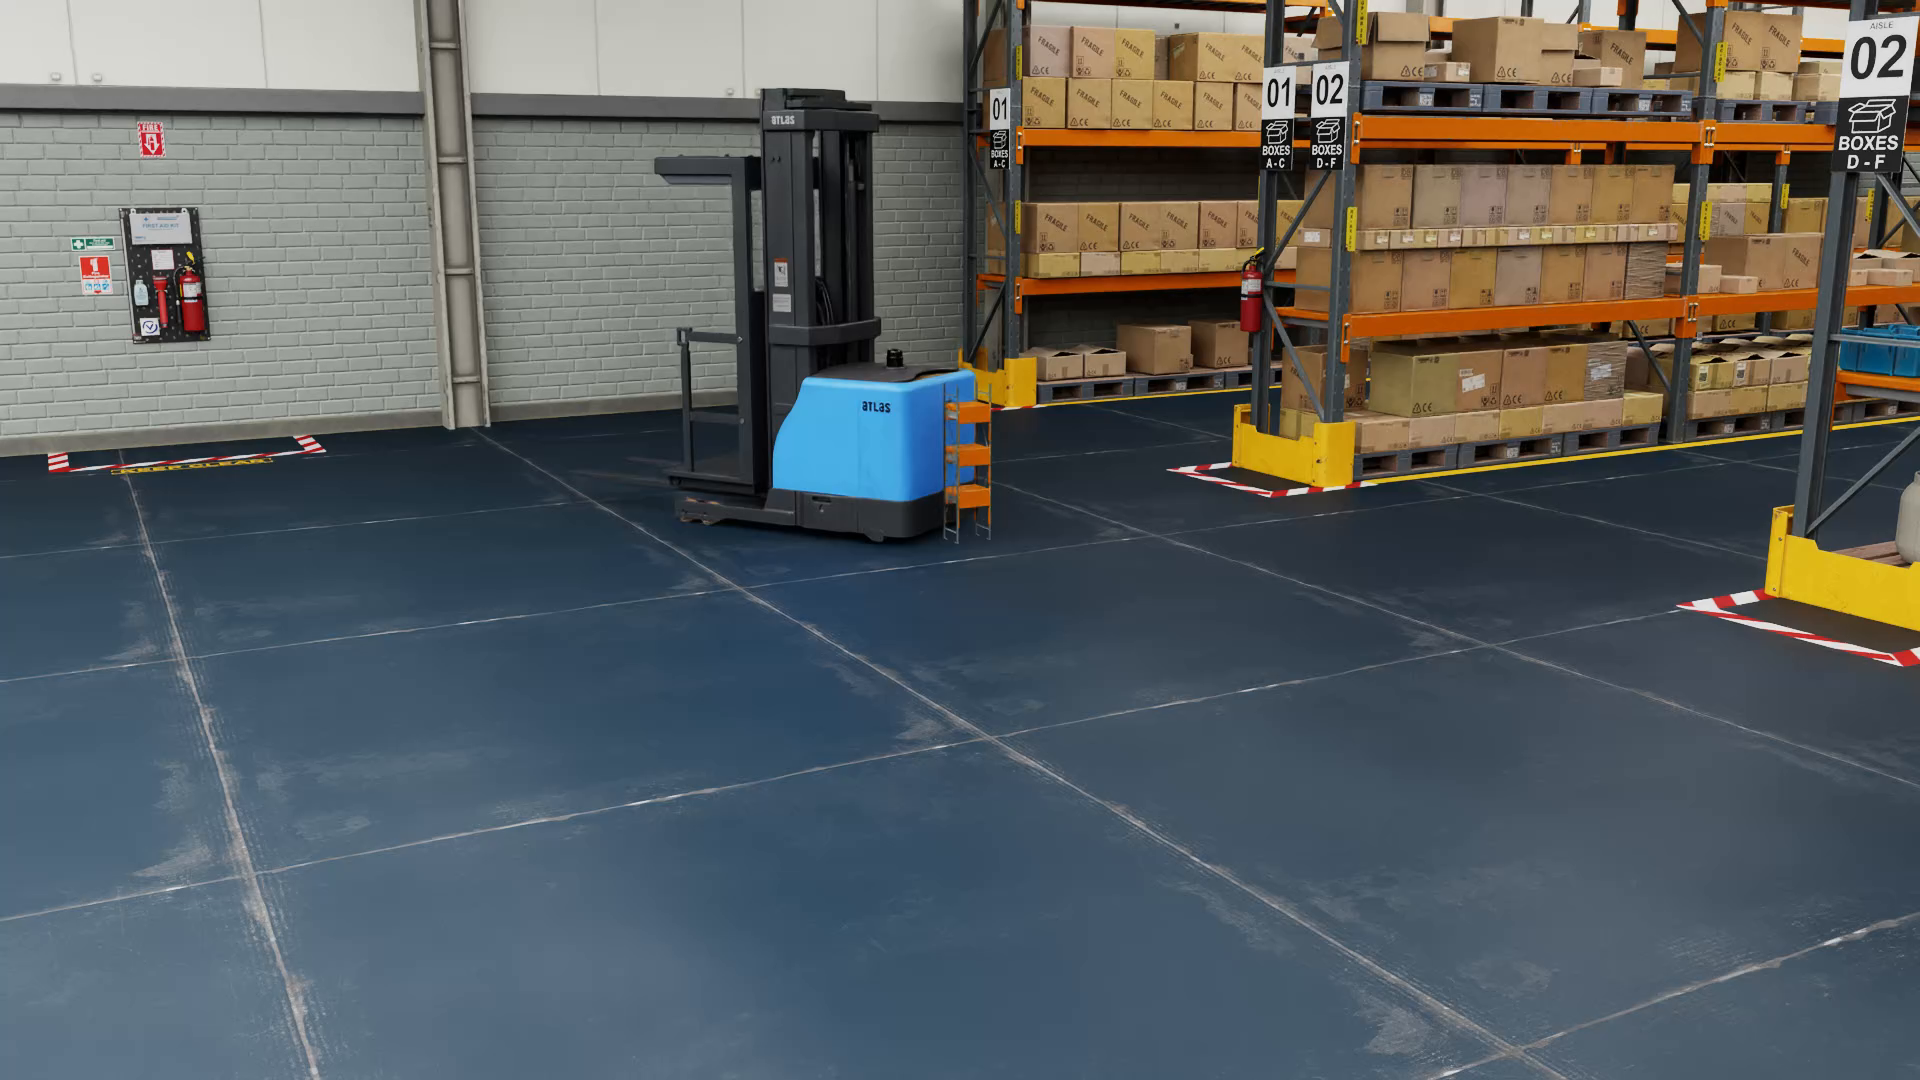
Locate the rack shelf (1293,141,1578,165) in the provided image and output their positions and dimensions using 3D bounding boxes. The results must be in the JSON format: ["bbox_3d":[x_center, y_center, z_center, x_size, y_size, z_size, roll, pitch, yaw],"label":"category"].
[{"bbox_3d":[5.589,-4.697,19.954,4.000,0.370,1.077,-7,14,-28],"label":"rack shelf"}]

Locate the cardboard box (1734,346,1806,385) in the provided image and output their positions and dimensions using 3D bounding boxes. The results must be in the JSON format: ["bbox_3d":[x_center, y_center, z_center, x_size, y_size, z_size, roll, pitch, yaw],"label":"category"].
[{"bbox_3d":[7.588,-1.659,15.676,0.500,0.311,0.500,-7,15,-30],"label":"cardboard box"}]

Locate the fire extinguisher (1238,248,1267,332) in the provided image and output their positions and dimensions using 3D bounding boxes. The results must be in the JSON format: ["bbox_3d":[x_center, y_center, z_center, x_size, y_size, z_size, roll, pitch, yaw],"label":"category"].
[{"bbox_3d":[2.373,-2.038,13.511,0.183,0.674,0.296,-7,14,-28],"label":"fire extinguisher"}]

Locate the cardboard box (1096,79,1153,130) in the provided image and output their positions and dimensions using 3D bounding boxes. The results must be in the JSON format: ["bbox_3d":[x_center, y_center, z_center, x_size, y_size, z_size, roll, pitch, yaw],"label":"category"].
[{"bbox_3d":[1.678,-4.567,17.466,0.500,0.500,0.500,-6,14,-25],"label":"cardboard box"}]

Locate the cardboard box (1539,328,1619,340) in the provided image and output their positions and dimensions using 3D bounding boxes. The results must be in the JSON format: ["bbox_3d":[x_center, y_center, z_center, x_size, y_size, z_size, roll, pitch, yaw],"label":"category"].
[{"bbox_3d":[5.653,-1.661,15.254,0.500,0.500,0.500,-7,14,-28],"label":"cardboard box"}]

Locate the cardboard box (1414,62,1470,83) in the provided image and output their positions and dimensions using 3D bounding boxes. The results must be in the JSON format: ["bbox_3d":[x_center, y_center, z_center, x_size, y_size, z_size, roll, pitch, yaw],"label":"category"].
[{"bbox_3d":[3.816,-3.703,13.196,0.250,0.149,0.380,-7,14,-28],"label":"cardboard box"}]

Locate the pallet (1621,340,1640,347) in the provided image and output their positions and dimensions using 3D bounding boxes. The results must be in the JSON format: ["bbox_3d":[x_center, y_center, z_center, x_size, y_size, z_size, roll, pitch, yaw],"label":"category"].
[{"bbox_3d":[8.072,-2.503,21.750,1.213,0.211,1.003,-7,14,-28],"label":"pallet"}]

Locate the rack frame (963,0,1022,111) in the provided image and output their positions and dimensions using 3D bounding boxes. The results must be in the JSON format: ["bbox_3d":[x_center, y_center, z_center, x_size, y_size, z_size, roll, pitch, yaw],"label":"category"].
[{"bbox_3d":[0.322,-5.880,16.741,0.127,3.000,1.000,-7,14,-28],"label":"rack frame"}]

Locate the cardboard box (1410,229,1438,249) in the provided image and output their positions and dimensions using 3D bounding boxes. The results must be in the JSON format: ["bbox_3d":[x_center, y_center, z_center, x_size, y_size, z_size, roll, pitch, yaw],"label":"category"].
[{"bbox_3d":[3.597,-2.418,13.318,0.250,0.149,0.380,-7,14,-28],"label":"cardboard box"}]

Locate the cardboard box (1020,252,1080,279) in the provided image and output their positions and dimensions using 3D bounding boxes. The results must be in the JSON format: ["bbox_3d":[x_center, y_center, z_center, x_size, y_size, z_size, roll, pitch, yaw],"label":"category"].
[{"bbox_3d":[0.903,-2.880,17.371,0.500,0.250,0.500,-7,15,-29],"label":"cardboard box"}]

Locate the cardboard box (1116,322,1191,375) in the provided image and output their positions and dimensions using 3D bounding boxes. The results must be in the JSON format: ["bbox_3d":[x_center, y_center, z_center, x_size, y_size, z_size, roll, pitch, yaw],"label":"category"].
[{"bbox_3d":[2.141,-2.131,18.439,0.500,0.500,0.700,-8,15,-31],"label":"cardboard box"}]

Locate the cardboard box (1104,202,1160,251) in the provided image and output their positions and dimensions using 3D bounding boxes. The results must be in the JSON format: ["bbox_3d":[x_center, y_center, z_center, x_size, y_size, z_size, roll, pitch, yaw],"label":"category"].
[{"bbox_3d":[1.781,-3.351,17.756,0.500,0.500,0.500,-7,15,-30],"label":"cardboard box"}]

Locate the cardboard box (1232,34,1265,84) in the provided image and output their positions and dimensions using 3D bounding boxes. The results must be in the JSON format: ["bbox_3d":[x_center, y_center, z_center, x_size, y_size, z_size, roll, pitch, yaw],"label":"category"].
[{"bbox_3d":[3.045,-5.219,18.085,0.500,0.500,0.500,-6,14,-25],"label":"cardboard box"}]

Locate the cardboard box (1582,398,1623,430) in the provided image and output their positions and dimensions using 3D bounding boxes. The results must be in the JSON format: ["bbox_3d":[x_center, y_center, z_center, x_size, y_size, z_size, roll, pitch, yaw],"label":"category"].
[{"bbox_3d":[5.464,-1.142,14.656,0.500,0.250,0.500,-7,14,-28],"label":"cardboard box"}]

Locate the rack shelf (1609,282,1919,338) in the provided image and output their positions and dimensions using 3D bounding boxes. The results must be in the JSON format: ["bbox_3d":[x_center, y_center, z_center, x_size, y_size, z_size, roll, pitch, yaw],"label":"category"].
[{"bbox_3d":[7.966,-2.279,16.044,4.000,0.370,1.077,-7,14,-28],"label":"rack shelf"}]

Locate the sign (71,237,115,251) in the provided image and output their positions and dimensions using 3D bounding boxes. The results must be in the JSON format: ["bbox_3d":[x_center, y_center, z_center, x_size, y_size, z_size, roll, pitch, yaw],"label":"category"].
[{"bbox_3d":[-7.458,-2.546,14.303,0.331,0.109,0.001,-7,14,-28],"label":"sign"}]

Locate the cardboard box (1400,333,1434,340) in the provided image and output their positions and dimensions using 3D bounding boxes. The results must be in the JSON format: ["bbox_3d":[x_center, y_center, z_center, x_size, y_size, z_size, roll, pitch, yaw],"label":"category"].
[{"bbox_3d":[5.368,-2.560,20.343,0.500,0.500,0.700,-7,14,-27],"label":"cardboard box"}]

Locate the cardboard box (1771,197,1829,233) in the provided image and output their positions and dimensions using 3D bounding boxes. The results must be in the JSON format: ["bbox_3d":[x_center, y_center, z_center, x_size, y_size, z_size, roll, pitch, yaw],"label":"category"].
[{"bbox_3d":[11.983,-4.492,23.553,0.700,0.700,0.980,-7,15,-29],"label":"cardboard box"}]

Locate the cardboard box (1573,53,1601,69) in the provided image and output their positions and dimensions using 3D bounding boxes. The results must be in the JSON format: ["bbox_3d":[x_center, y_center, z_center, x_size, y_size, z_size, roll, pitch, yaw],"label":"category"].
[{"bbox_3d":[5.168,-4.054,14.387,0.500,0.311,0.500,-8,15,-31],"label":"cardboard box"}]

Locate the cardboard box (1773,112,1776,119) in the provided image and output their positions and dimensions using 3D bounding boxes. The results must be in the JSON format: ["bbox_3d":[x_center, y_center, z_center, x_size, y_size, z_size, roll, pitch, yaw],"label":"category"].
[{"bbox_3d":[11.344,-5.977,23.160,0.500,0.250,0.500,-7,14,-27],"label":"cardboard box"}]

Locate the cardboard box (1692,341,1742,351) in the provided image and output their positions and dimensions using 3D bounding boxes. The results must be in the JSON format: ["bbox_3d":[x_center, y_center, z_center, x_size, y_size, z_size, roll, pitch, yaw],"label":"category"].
[{"bbox_3d":[7.321,-1.763,16.139,0.500,0.311,0.500,-7,14,-28],"label":"cardboard box"}]

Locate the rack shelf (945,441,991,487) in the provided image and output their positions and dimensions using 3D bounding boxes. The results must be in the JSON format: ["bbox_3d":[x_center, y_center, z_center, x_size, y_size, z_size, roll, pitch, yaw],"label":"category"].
[{"bbox_3d":[0.047,-0.508,11.021,0.240,0.259,0.215,-7,14,-28],"label":"rack shelf"}]

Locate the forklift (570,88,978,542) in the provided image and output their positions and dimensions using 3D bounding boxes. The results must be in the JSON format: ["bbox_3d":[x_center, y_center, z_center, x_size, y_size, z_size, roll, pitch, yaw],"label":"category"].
[{"bbox_3d":[-1.416,-1.626,11.658,3.031,2.935,1.130,7,14,28],"label":"forklift"}]

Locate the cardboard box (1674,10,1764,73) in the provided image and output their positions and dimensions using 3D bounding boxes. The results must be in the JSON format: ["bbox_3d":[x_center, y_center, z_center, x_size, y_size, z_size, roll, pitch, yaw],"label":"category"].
[{"bbox_3d":[6.771,-4.438,14.843,0.500,0.500,0.500,-7,14,-27],"label":"cardboard box"}]

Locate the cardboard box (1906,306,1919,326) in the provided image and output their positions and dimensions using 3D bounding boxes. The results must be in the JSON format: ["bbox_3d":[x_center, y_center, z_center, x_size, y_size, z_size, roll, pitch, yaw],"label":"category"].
[{"bbox_3d":[10.477,-2.352,17.711,0.500,0.250,0.500,-6,14,-26],"label":"cardboard box"}]

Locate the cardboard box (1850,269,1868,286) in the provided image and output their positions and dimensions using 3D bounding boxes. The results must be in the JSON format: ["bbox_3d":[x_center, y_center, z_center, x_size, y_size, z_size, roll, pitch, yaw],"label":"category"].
[{"bbox_3d":[8.629,-2.573,16.283,0.250,0.149,0.380,-6,14,-24],"label":"cardboard box"}]

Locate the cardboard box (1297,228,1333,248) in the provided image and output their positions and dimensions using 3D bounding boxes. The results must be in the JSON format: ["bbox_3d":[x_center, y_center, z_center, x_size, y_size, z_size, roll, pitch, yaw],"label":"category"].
[{"bbox_3d":[2.943,-2.441,13.419,0.250,0.149,0.380,-7,15,-29],"label":"cardboard box"}]

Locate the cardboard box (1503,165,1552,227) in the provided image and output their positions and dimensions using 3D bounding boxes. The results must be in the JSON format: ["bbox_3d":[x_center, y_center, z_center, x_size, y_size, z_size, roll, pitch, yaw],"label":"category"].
[{"bbox_3d":[4.502,-2.895,13.960,0.500,0.500,0.700,-7,14,-28],"label":"cardboard box"}]

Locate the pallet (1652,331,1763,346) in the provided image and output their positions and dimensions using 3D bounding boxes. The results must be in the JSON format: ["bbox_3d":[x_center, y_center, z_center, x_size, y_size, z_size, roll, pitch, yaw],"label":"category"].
[{"bbox_3d":[10.214,-2.760,22.890,1.213,0.211,1.003,-7,14,-28],"label":"pallet"}]

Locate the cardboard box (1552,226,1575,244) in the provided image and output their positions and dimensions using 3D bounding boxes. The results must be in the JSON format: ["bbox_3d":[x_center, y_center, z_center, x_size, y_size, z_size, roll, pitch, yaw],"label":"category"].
[{"bbox_3d":[4.959,-2.582,14.045,0.250,0.149,0.380,-6,14,-26],"label":"cardboard box"}]

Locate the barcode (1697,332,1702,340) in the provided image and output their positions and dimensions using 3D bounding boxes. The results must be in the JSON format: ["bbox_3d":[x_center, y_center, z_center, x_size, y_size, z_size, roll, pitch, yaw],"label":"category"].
[{"bbox_3d":[6.634,-1.830,14.913,0.075,0.075,0.001,-7,14,-28],"label":"barcode"}]

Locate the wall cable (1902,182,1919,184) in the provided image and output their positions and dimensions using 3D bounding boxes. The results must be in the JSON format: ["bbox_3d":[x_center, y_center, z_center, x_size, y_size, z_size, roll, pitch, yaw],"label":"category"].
[{"bbox_3d":[15.037,-5.449,26.176,1.851,1.984,0.084,-7,14,-28],"label":"wall cable"}]

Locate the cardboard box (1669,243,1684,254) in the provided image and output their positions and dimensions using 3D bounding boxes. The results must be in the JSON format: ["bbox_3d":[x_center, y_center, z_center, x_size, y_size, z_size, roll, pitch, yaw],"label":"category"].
[{"bbox_3d":[9.319,-3.862,21.964,0.250,0.149,0.380,-6,14,-26],"label":"cardboard box"}]

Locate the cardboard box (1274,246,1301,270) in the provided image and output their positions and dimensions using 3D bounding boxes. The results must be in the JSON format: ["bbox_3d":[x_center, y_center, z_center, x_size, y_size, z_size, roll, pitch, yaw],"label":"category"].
[{"bbox_3d":[3.563,-3.202,18.803,0.500,0.250,0.500,-7,14,-28],"label":"cardboard box"}]

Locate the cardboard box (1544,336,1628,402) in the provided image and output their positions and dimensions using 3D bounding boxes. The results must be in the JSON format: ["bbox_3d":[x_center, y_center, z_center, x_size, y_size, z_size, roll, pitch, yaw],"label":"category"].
[{"bbox_3d":[5.463,-1.508,14.575,0.500,0.500,0.500,-7,14,-28],"label":"cardboard box"}]

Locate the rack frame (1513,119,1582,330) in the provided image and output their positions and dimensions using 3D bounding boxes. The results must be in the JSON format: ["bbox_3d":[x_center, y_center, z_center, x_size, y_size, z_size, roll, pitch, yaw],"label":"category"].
[{"bbox_3d":[7.344,-3.795,21.140,0.127,3.000,1.000,-7,14,-28],"label":"rack frame"}]

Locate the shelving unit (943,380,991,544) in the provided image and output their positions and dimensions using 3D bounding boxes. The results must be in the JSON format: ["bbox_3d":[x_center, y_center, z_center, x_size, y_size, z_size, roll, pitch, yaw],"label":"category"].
[{"bbox_3d":[0.047,-0.518,11.019,0.252,1.050,0.215,-7,14,-28],"label":"shelving unit"}]

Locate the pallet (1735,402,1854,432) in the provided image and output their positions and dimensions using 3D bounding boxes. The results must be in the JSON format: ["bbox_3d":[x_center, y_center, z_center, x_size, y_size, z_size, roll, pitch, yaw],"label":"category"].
[{"bbox_3d":[7.910,-1.274,16.288,1.213,0.211,1.003,-7,14,-28],"label":"pallet"}]

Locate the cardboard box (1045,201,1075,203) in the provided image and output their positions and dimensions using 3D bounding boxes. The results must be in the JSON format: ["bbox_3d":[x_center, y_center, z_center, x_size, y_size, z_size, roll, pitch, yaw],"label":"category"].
[{"bbox_3d":[1.081,-3.397,17.961,0.500,0.500,0.500,-7,14,-27],"label":"cardboard box"}]

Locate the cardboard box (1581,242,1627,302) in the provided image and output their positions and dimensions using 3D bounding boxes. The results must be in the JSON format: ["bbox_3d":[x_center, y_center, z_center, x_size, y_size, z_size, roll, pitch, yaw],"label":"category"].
[{"bbox_3d":[5.364,-2.364,14.554,0.500,0.500,0.700,-7,14,-28],"label":"cardboard box"}]

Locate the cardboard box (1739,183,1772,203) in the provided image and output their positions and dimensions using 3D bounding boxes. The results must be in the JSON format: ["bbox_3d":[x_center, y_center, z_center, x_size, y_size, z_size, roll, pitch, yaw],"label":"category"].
[{"bbox_3d":[10.568,-4.687,22.444,0.500,0.250,0.500,-6,14,-26],"label":"cardboard box"}]

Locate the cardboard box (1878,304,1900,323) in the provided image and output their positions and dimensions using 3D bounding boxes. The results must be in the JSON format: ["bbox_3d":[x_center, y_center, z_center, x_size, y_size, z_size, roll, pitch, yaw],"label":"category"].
[{"bbox_3d":[13.361,-3.476,24.461,0.500,0.500,0.700,-7,14,-28],"label":"cardboard box"}]

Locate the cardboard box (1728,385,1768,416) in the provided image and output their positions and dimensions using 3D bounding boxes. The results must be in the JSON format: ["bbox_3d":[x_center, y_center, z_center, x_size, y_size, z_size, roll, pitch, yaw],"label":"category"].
[{"bbox_3d":[7.132,-1.331,15.500,0.500,0.250,0.500,-6,14,-26],"label":"cardboard box"}]

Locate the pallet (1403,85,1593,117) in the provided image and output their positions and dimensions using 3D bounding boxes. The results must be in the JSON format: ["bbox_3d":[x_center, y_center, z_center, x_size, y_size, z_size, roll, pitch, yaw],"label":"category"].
[{"bbox_3d":[4.404,-3.618,13.723,1.213,0.211,1.003,-7,14,-28],"label":"pallet"}]

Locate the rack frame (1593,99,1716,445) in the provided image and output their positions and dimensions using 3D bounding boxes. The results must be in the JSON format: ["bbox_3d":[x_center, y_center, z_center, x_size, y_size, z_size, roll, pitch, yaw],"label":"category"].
[{"bbox_3d":[6.210,-2.420,15.030,0.127,3.000,1.000,-7,14,-28],"label":"rack frame"}]

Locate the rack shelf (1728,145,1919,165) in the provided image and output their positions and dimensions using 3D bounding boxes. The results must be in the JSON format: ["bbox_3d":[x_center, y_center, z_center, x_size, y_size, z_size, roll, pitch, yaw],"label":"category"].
[{"bbox_3d":[12.611,-5.539,23.694,4.000,0.370,1.077,-7,14,-28],"label":"rack shelf"}]

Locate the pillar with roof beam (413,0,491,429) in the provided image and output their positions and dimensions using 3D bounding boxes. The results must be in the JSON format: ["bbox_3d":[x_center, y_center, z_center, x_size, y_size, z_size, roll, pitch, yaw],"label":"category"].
[{"bbox_3d":[-2.681,-4.660,11.318,0.400,9.000,9.100,-7,14,-28],"label":"pillar with roof beam"}]

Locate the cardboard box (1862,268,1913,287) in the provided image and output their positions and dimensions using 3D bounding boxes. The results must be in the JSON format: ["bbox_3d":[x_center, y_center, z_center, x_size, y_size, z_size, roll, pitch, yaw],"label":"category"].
[{"bbox_3d":[9.064,-2.570,16.270,0.250,0.149,0.380,-7,14,-28],"label":"cardboard box"}]

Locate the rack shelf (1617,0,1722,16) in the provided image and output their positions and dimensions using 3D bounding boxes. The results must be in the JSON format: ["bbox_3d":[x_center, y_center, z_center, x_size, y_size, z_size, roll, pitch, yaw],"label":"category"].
[{"bbox_3d":[4.455,-4.590,13.559,4.000,0.370,1.077,-7,14,-28],"label":"rack shelf"}]
